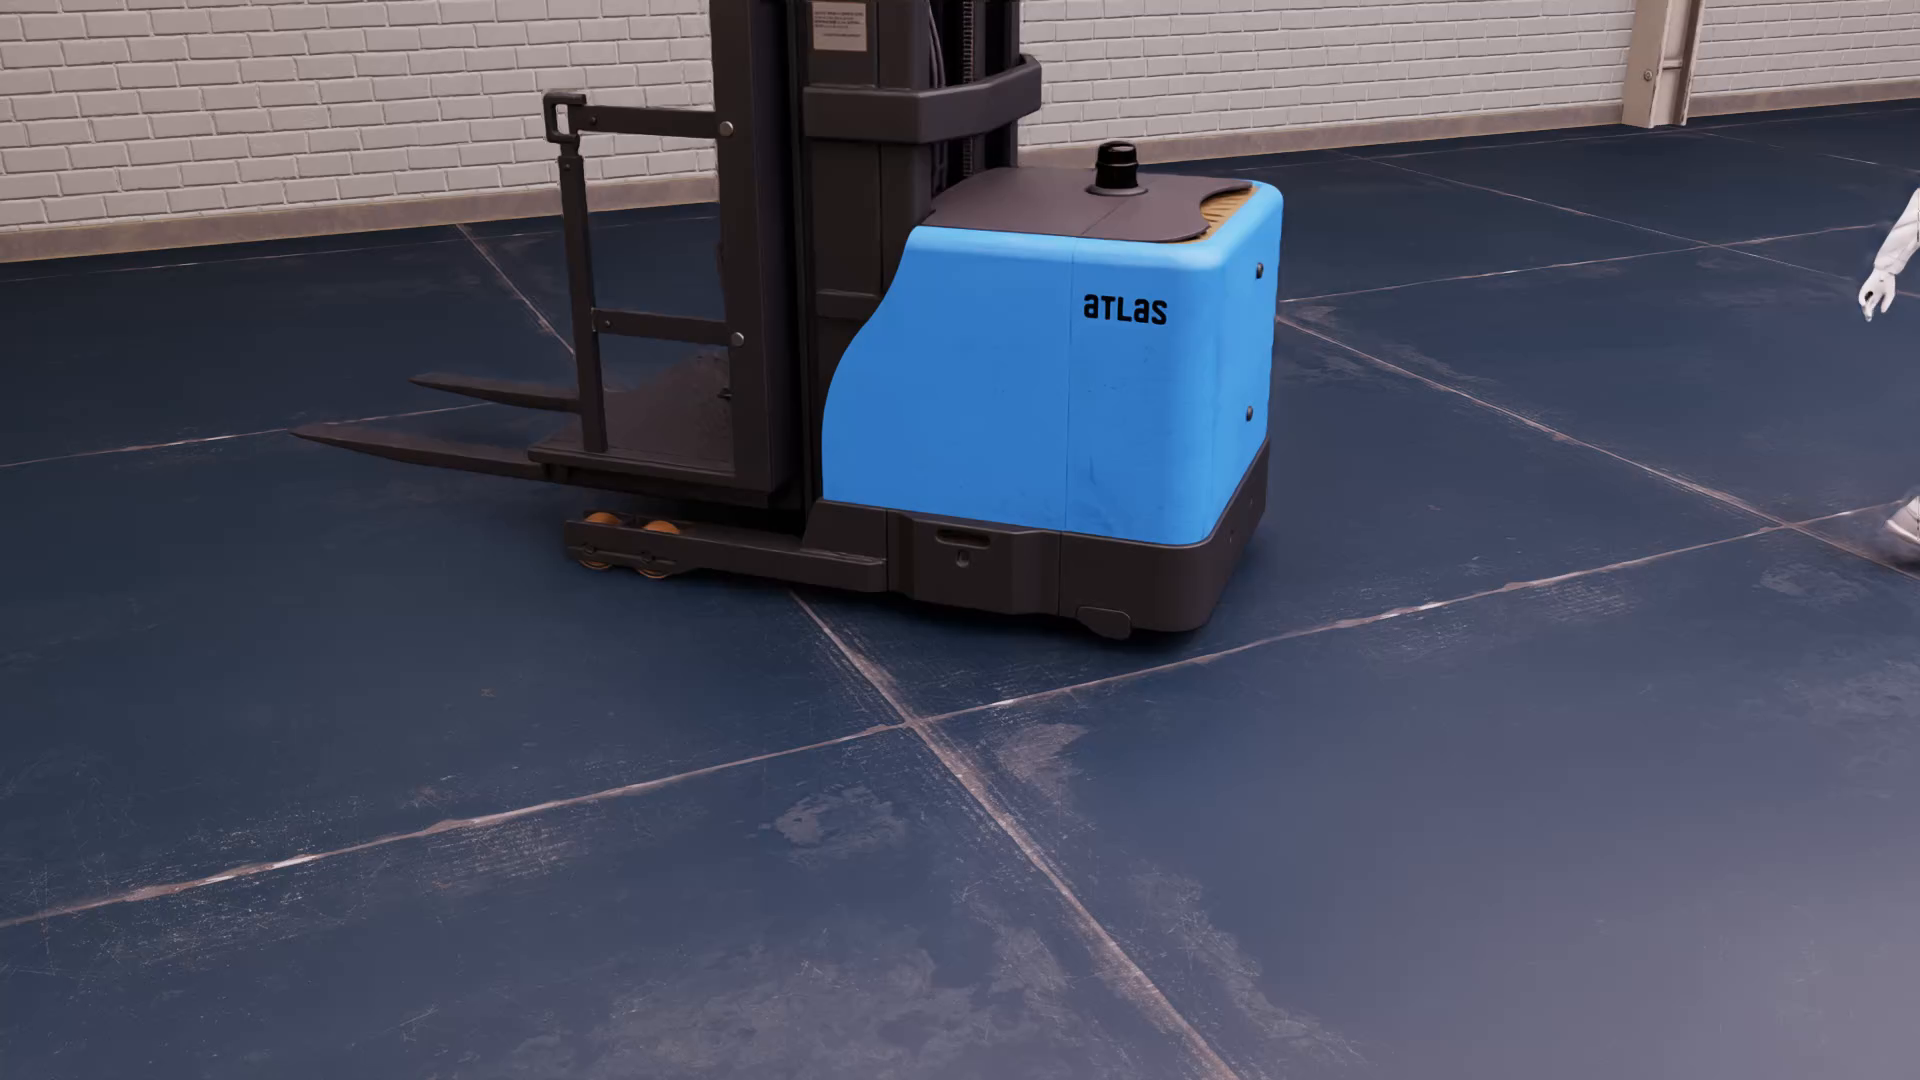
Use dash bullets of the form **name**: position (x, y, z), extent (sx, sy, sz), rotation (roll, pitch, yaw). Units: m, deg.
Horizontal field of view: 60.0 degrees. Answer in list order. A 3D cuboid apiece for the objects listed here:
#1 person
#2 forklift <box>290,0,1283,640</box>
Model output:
- **person**: position (3.061, -0.684, 4.734), extent (0.810, 1.585, 0.531), rotation (-4, 23, -9)
- **forklift**: position (-0.629, -1.421, 4.706), extent (3.031, 2.935, 1.130), rotation (8, 24, 18)
